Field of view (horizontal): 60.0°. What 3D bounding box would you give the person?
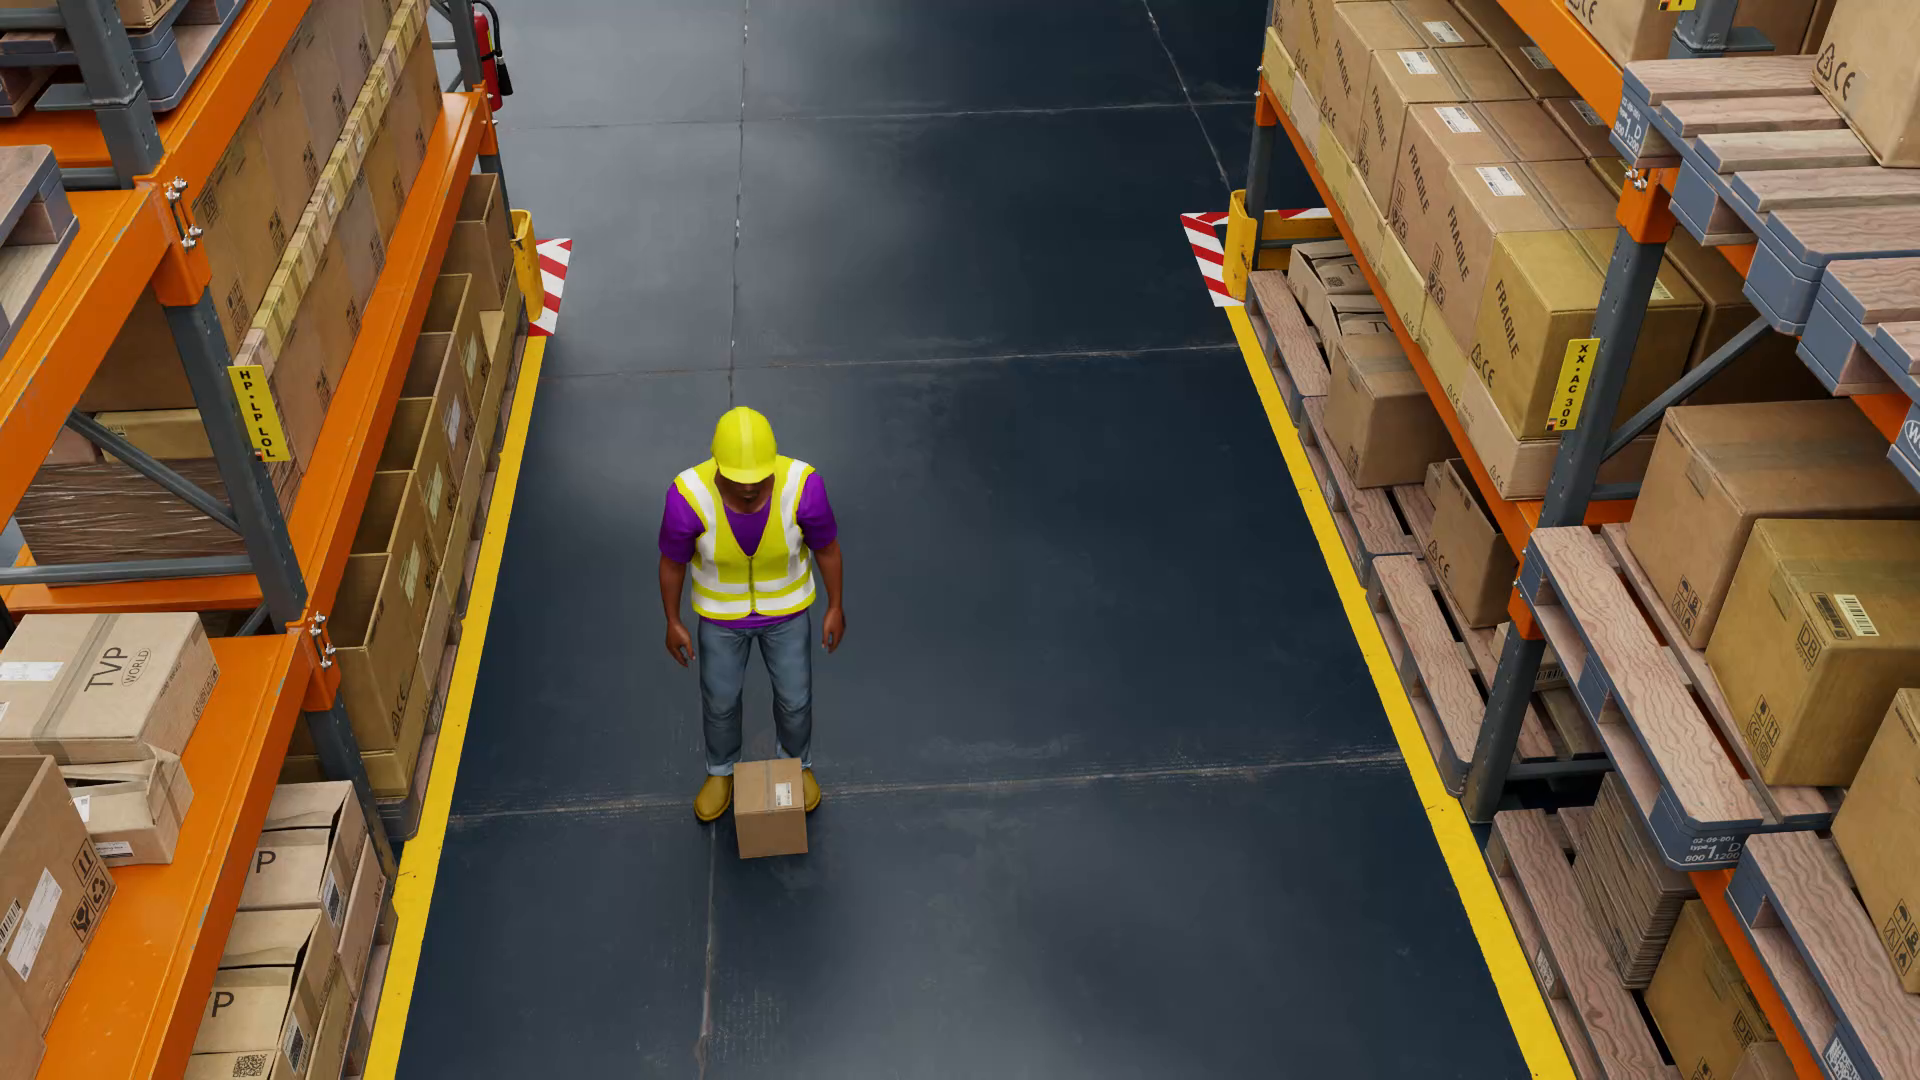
[{"bbox_3d":[-0.717,0.260,5.821,0.635,1.757,0.455,-5,39,-6],"label":"person"}]
